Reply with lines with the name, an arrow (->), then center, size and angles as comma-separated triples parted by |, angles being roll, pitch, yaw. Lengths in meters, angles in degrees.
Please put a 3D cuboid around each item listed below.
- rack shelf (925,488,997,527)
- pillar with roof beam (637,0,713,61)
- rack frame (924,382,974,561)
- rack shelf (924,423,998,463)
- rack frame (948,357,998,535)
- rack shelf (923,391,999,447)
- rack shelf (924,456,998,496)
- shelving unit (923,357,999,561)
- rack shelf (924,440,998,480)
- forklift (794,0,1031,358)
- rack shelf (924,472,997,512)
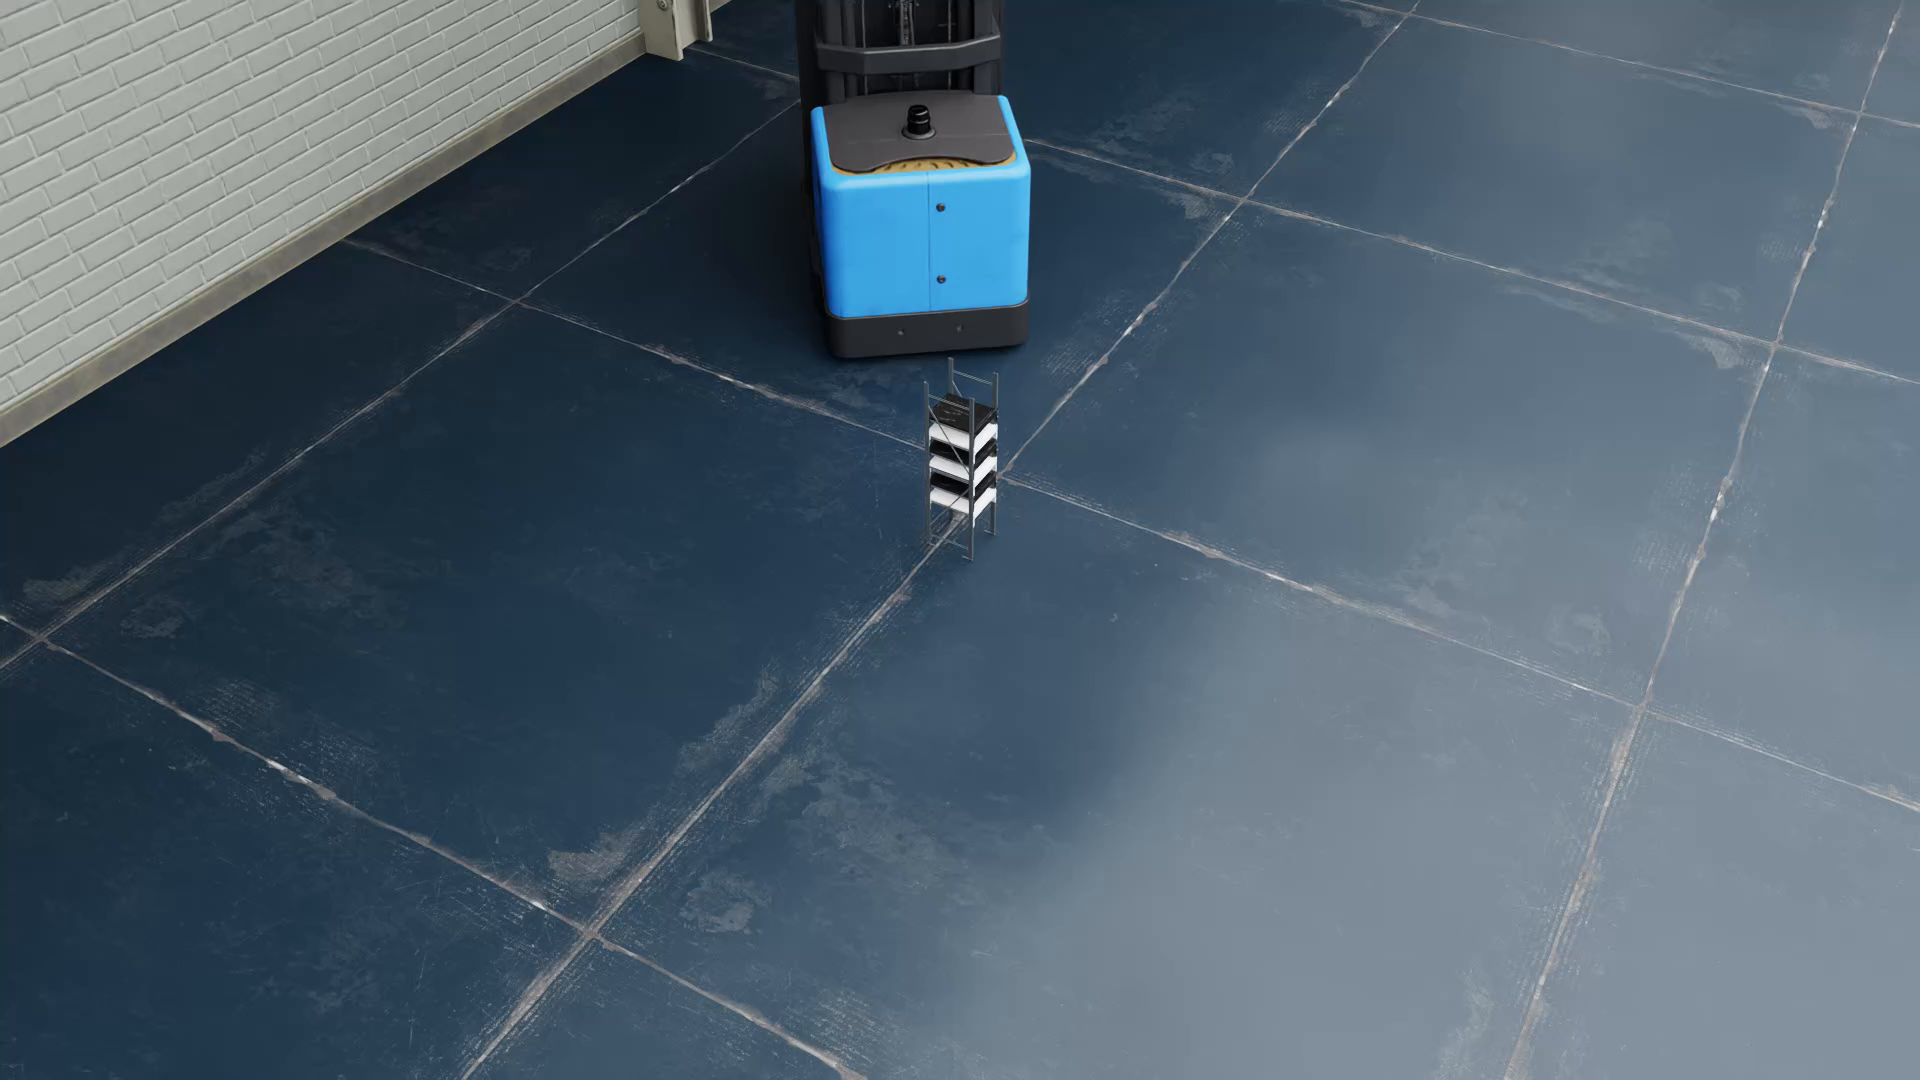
rack shelf -> 0.004, -0.182, 7.414 | 0.258, 0.077, 0.200 | 21, 45, 22
pillar with roof beam -> 1.790, -5.358, 6.840 | 9.100, 9.000, 0.400 | 21, 45, 22
rack frame -> -0.047, -0.284, 7.207 | 0.240, 0.900, 0.006 | 21, 45, 22
rack shelf -> 0.004, -0.452, 7.176 | 0.258, 0.077, 0.200 | 21, 45, 22
rack frame -> 0.055, -0.401, 7.339 | 0.240, 0.900, 0.006 | 21, 45, 22
rack shelf -> 0.004, -0.520, 7.117 | 0.258, 0.077, 0.200 | 21, 45, 22
rack shelf -> 0.004, -0.317, 7.295 | 0.258, 0.077, 0.200 | 21, 45, 22
shelving unit -> 0.004, -0.342, 7.273 | 0.258, 0.900, 0.210 | 21, 45, 22
rack shelf -> 0.004, -0.385, 7.236 | 0.258, 0.077, 0.200 | 21, 45, 22
forklift -> -0.350, -3.006, 8.761 | 1.130, 2.935, 3.031 | -5, 42, -6
rack shelf -> 0.004, -0.250, 7.355 | 0.258, 0.077, 0.200 | 21, 45, 22
